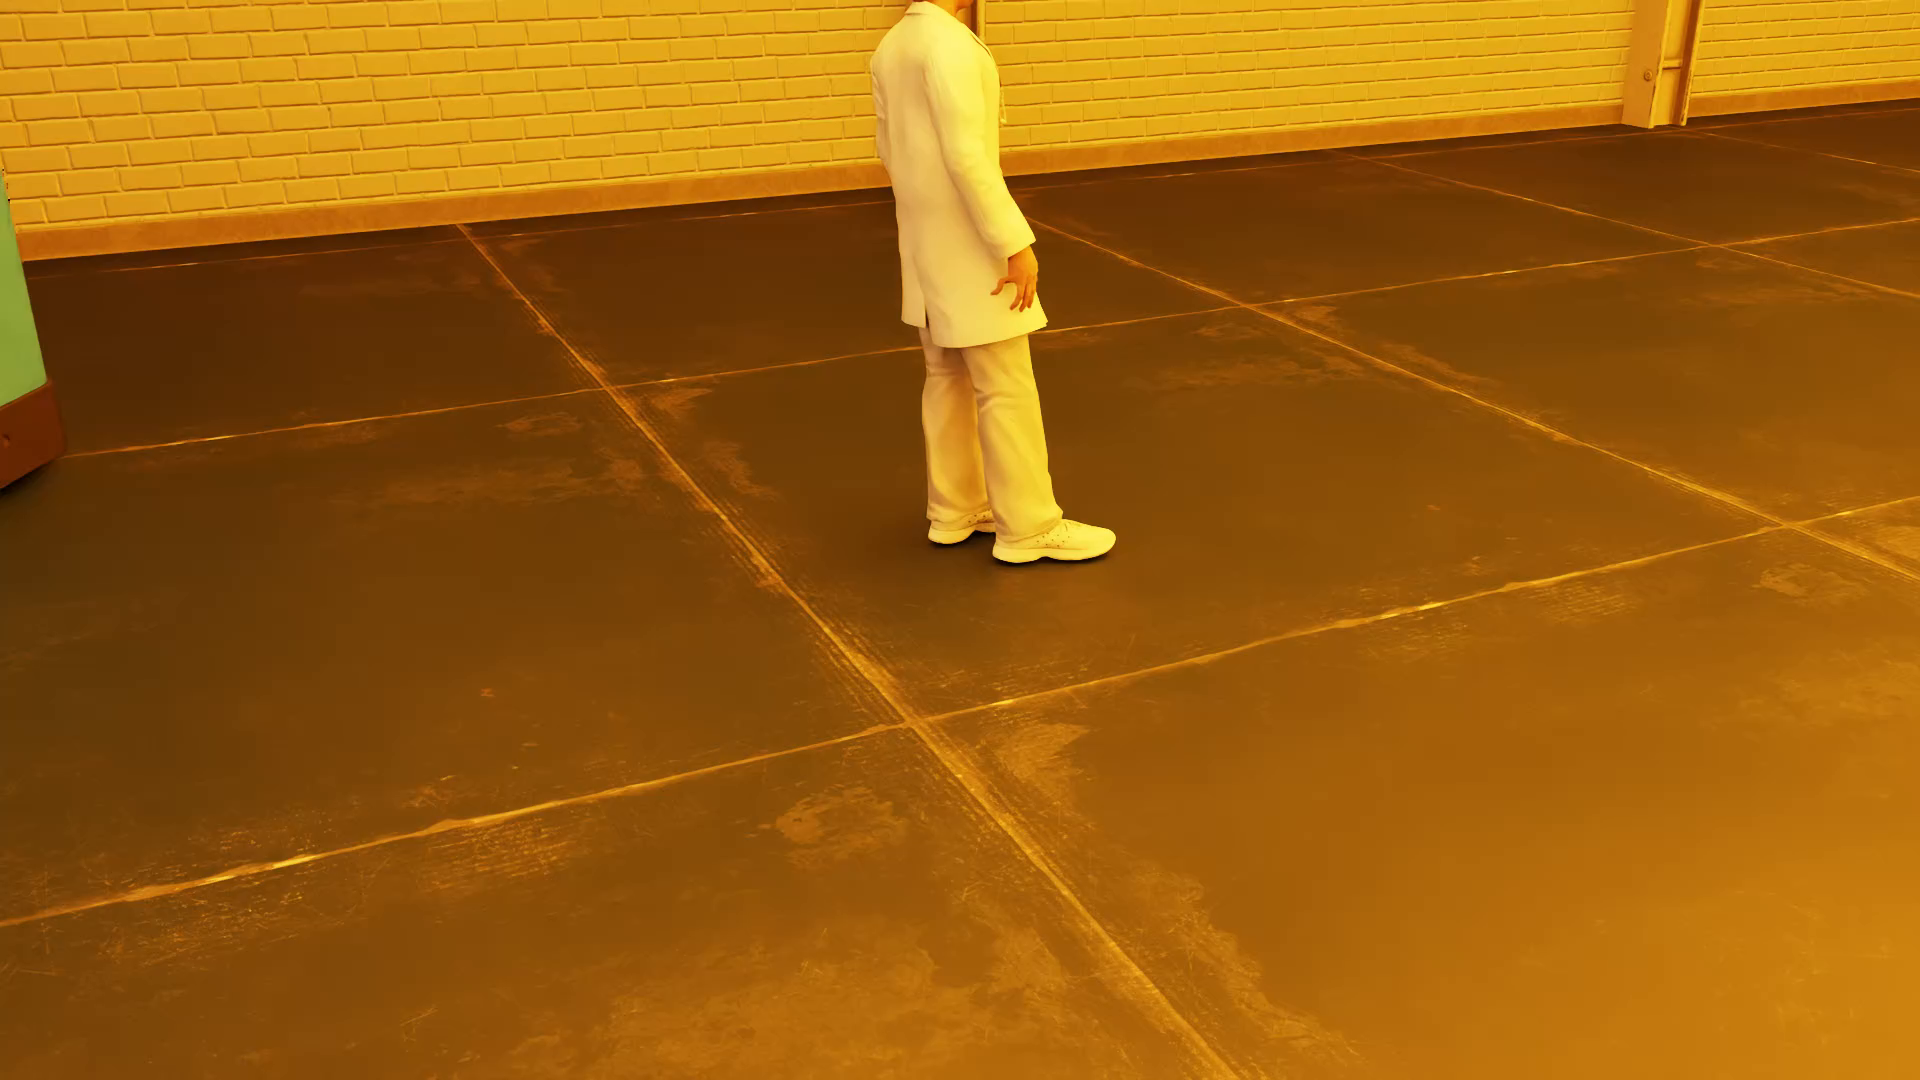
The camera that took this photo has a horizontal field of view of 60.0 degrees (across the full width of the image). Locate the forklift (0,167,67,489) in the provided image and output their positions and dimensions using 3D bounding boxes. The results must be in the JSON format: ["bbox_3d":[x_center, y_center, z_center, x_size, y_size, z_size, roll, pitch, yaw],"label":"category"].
[{"bbox_3d":[-4.577,-1.462,4.807,3.031,2.935,1.130,2,23,4],"label":"forklift"}]

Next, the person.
[{"bbox_3d":[0.084,-0.841,4.794,0.581,1.776,0.696,-10,25,-23],"label":"person"}]
